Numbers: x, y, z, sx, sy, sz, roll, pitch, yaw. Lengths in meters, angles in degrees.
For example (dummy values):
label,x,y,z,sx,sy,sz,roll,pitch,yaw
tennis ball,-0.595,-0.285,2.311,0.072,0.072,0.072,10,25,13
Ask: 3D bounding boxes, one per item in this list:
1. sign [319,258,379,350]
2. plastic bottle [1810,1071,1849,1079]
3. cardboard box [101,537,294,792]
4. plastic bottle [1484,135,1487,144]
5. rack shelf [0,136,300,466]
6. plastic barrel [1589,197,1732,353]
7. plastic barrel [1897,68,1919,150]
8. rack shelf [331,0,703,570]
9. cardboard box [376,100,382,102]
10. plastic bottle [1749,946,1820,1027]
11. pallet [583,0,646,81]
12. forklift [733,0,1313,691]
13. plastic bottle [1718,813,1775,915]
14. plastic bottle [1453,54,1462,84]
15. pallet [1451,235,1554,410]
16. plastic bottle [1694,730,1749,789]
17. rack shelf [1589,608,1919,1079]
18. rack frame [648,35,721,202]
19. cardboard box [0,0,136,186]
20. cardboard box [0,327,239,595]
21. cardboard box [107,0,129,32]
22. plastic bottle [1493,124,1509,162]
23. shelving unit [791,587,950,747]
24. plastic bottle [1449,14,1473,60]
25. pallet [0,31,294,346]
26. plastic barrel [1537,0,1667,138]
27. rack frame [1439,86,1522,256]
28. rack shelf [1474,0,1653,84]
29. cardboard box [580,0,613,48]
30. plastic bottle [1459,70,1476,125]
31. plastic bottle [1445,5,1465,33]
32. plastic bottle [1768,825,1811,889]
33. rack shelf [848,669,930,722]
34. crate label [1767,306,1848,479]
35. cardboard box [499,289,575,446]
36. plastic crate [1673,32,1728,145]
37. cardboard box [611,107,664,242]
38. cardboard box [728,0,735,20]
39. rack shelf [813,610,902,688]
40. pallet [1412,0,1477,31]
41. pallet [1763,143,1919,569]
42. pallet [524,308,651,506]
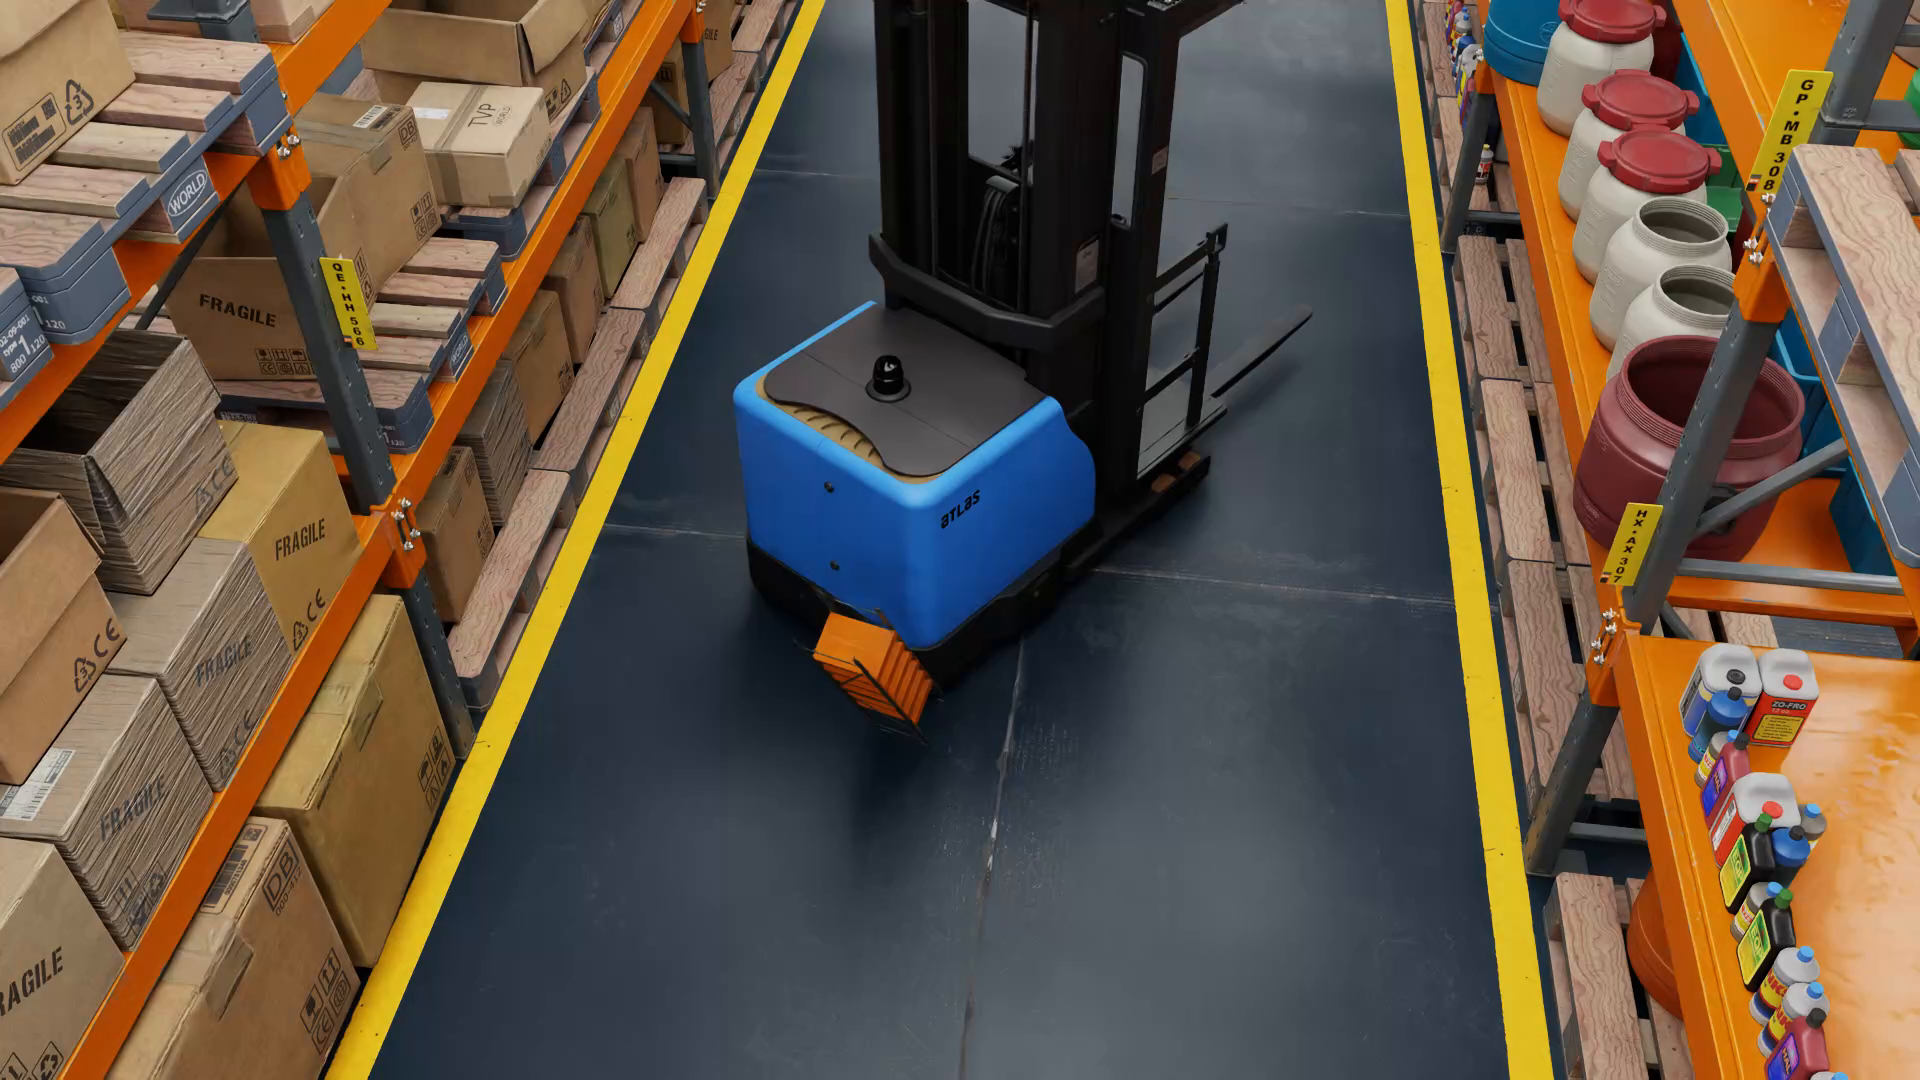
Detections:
label,x,y,z,sx,sy,sz,roll,pitch,yaw
sign,-1.824,-0.702,4.968,0.100,0.325,0.005,5,44,6
plastic bottle,1.962,1.296,3.793,0.097,0.271,0.097,0,43,0
cardboard box,-2.266,0.332,4.645,0.500,0.500,0.500,5,44,5
plastic bottle,2.801,-2.137,8.981,0.061,0.283,0.133,7,44,8
rack shelf,-2.639,0.205,3.193,1.077,0.370,4.000,5,44,6
plastic barrel,2.515,-0.928,5.967,0.421,0.512,0.421,0,43,0
plastic barrel,2.517,-1.086,4.146,0.294,0.245,0.294,0,43,0
rack shelf,-2.110,-1.432,7.104,1.077,0.370,4.000,5,44,6
cardboard box,-2.422,-1.595,6.545,0.396,0.266,0.258,4,44,4
plastic bottle,2.006,1.072,4.029,0.097,0.271,0.097,0,43,0
pallet,-2.091,-2.479,7.826,1.003,0.211,1.213,5,44,6
forklift,0.473,-1.403,6.600,1.130,2.935,3.031,31,52,29
plastic bottle,2.033,0.831,4.276,0.061,0.283,0.133,5,44,6
plastic bottle,2.945,-2.759,9.697,0.097,0.201,0.097,0,43,0
pallet,2.999,-1.055,8.210,1.003,0.211,1.213,5,44,6
plastic bottle,2.102,0.601,4.578,0.097,0.201,0.097,0,43,0
rack shelf,2.271,1.744,3.749,1.077,0.370,4.000,5,44,6
rack frame,-1.846,-3.056,8.296,1.000,3.000,0.127,5,44,6
cardboard box,-2.384,-1.187,3.760,0.797,0.503,0.637,8,44,8
cardboard box,-2.487,-0.234,4.513,0.797,0.503,0.637,7,44,7
cardboard box,-2.555,-1.711,4.803,0.500,0.250,0.500,5,44,6
plastic bottle,3.006,-2.256,9.057,0.144,0.351,0.185,5,44,6
shelving unit,-0.292,0.476,5.910,0.258,1.200,0.189,16,74,17
plastic bottle,2.986,-2.992,9.893,0.097,0.271,0.097,0,43,0
pallet,-2.407,-0.907,3.982,1.213,0.211,1.003,7,44,7
plastic barrel,2.720,-2.023,7.106,0.433,0.535,0.433,0,43,0
rack frame,3.064,-2.606,7.820,1.000,3.000,0.127,5,44,6
rack shelf,3.328,-3.708,9.507,1.077,0.370,4.000,5,44,6
cardboard box,-2.089,-2.898,7.387,1.000,1.000,1.000,6,44,6
plastic bottle,2.869,-2.490,9.354,0.061,0.283,0.133,8,44,8
plastic bottle,3.030,-3.198,10.161,0.097,0.201,0.097,0,43,0
plastic bottle,2.114,0.830,4.286,0.097,0.271,0.097,0,43,0
rack shelf,-0.262,0.532,6.061,0.258,0.103,0.180,16,74,17
crate label,2.935,-0.545,5.618,0.502,0.435,0.616,5,44,6
cardboard box,-2.177,-0.807,7.418,0.700,0.500,0.500,9,44,9
plastic crate,3.226,-1.820,7.002,0.392,0.384,0.575,5,44,6
cardboard box,-1.948,-1.892,8.564,0.700,0.500,0.500,2,43,2
cardboard box,-1.681,-3.391,10.162,0.500,0.500,0.500,2,43,2
rack shelf,-0.350,0.368,5.619,0.258,0.103,0.180,16,74,17
pallet,3.517,-3.710,11.015,1.003,0.211,1.213,5,44,6
pallet,2.337,-0.388,3.434,1.003,0.211,1.213,5,44,6
pallet,-2.106,-0.679,7.814,1.003,0.211,1.213,5,44,6
